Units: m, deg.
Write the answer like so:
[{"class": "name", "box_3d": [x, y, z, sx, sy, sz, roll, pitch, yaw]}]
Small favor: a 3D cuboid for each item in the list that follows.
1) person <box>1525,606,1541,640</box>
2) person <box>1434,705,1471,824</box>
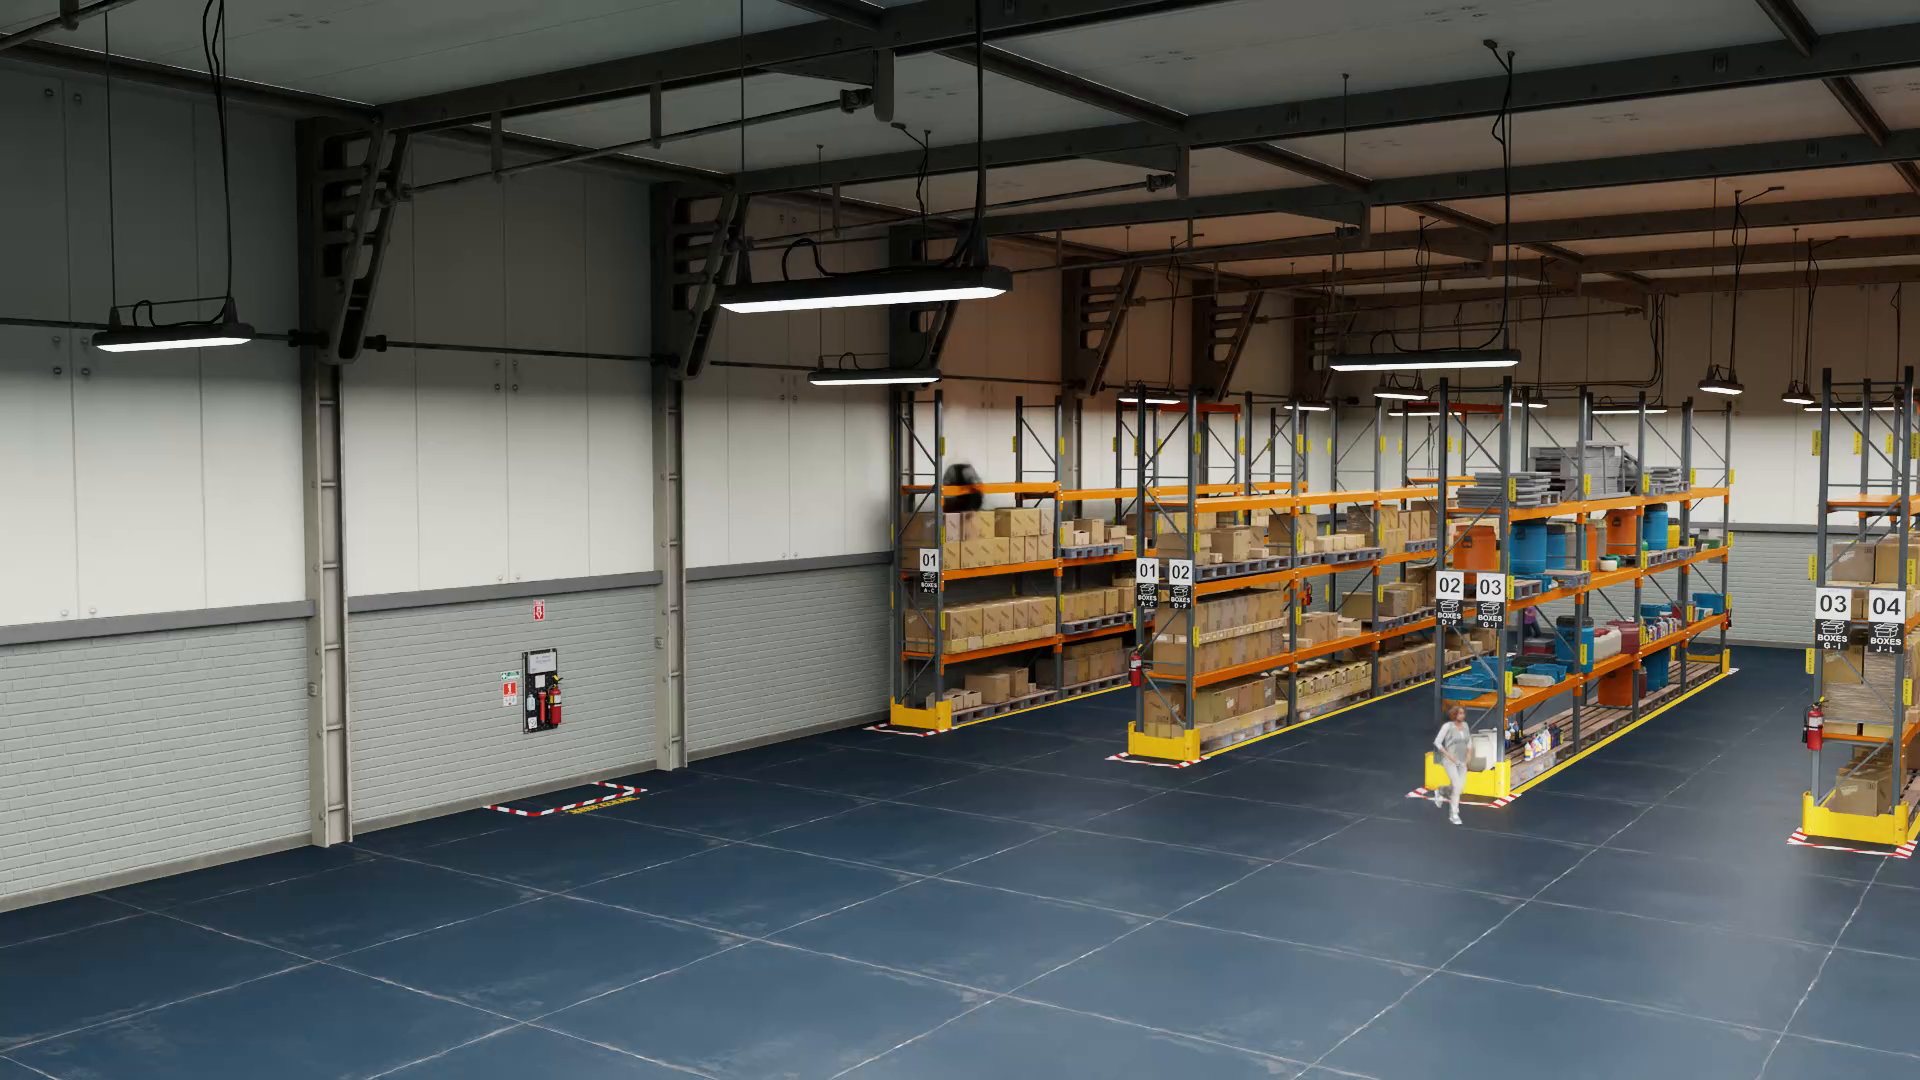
[{"class": "person", "box_3d": [13.719, 2.010, 40.259, 0.648, 1.556, 0.736, -2, 4, -35]}, {"class": "person", "box_3d": [6.610, 2.989, 22.354, 0.567, 1.544, 0.644, -1, 3, -22]}]
